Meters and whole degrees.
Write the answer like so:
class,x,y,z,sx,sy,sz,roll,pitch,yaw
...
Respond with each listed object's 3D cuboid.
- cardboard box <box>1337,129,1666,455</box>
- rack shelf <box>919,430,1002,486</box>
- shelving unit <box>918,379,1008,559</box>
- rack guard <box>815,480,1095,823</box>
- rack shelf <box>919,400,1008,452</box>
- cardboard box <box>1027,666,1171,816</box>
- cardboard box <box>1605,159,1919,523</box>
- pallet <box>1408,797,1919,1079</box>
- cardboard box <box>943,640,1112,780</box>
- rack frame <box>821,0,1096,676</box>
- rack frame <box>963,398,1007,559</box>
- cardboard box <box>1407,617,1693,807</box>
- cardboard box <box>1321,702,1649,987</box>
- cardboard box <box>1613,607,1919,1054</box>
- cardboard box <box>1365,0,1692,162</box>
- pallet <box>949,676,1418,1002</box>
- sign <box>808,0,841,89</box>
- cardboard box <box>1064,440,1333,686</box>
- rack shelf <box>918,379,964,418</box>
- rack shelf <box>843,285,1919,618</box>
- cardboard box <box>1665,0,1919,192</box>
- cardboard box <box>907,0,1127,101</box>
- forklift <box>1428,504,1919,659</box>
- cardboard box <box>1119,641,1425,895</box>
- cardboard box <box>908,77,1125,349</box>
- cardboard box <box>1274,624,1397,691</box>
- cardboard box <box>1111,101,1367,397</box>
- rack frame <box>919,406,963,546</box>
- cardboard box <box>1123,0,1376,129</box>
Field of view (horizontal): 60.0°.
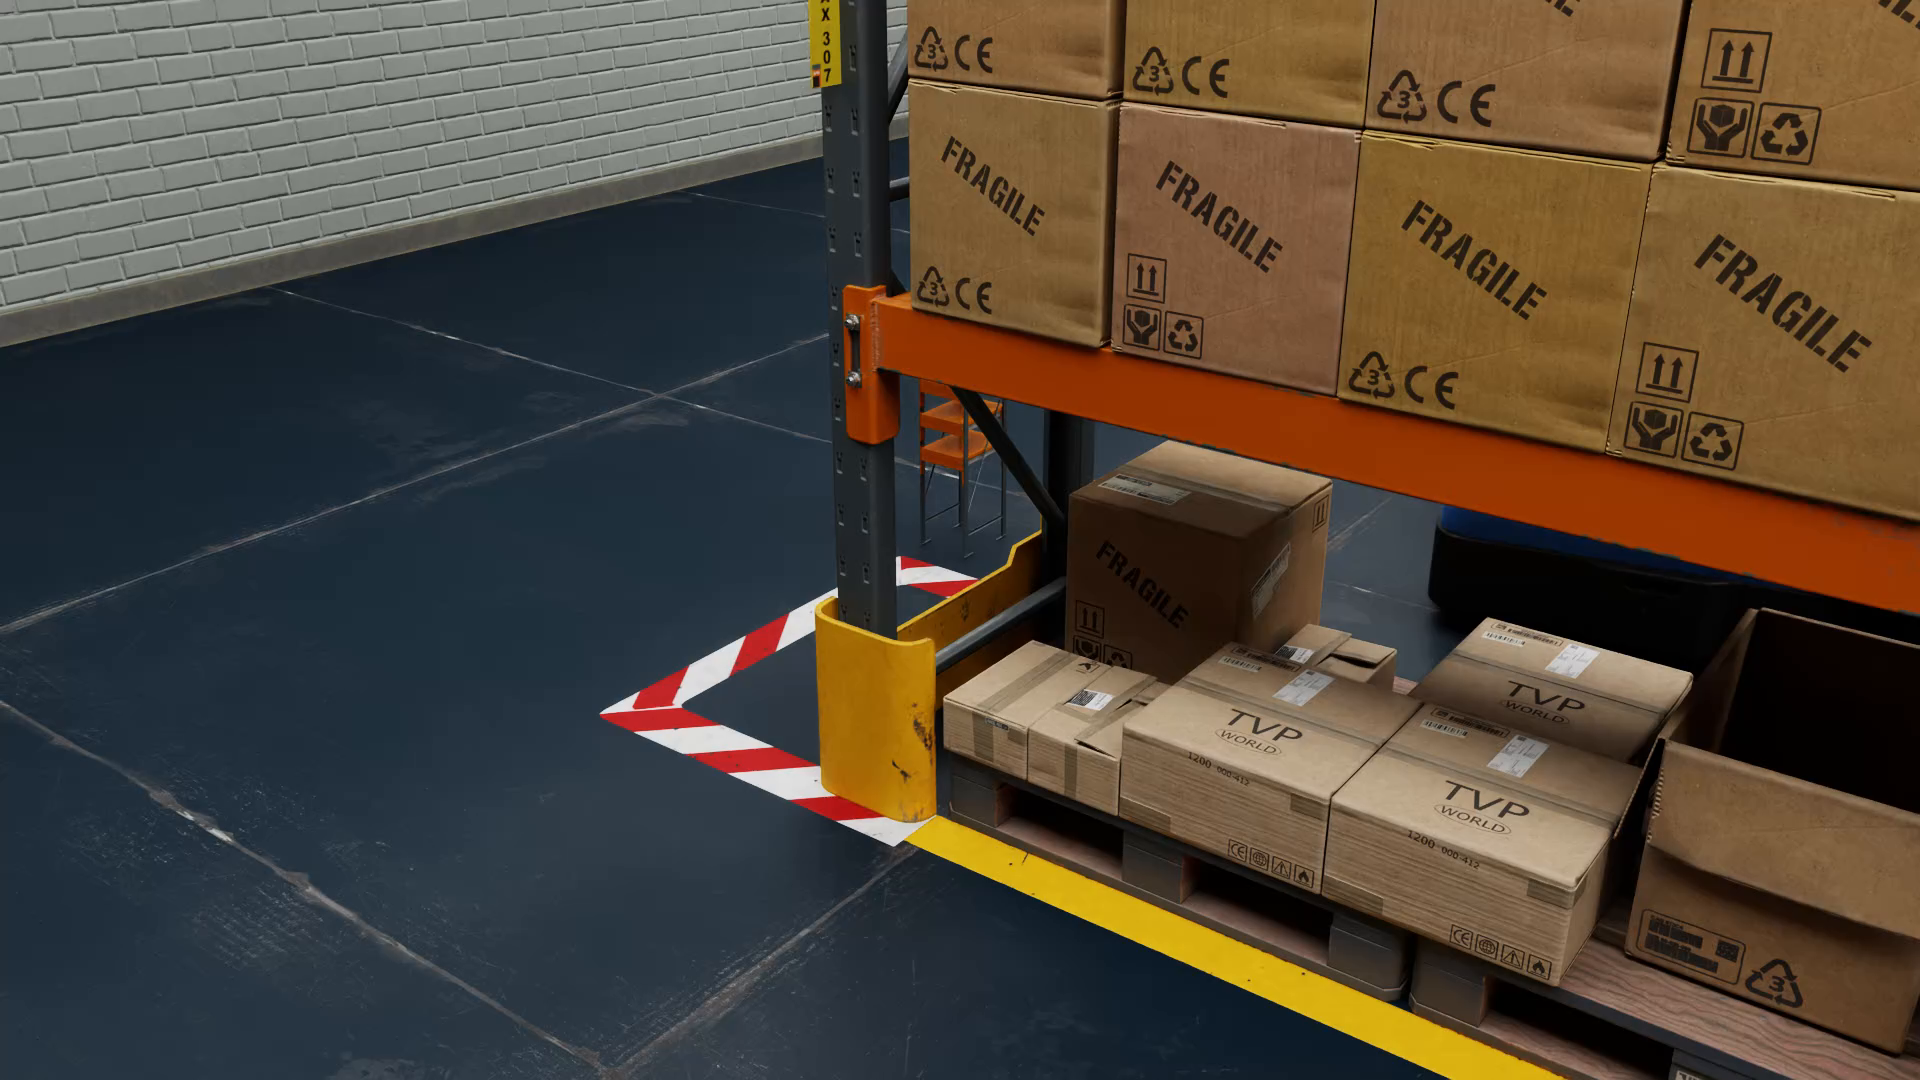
class,x,y,z,sx,sy,sz,roll,pitch,yaw
cardboard box,1.054,-0.512,3.069,0.500,0.500,0.500,17,29,33
rack shelf,0.012,-0.285,5.615,0.180,0.103,0.258,17,29,33
shelving unit,0.012,-0.546,5.500,0.189,1.200,0.258,17,29,33
rack guard,0.102,0.258,4.545,0.348,0.500,1.175,17,29,33
rack shelf,0.012,-0.395,5.566,0.180,0.103,0.258,17,29,33
cardboard box,0.370,0.463,3.946,0.250,0.166,0.380,17,29,33
cardboard box,1.453,-0.391,2.793,0.500,0.500,0.500,17,29,34
pallet,1.712,0.878,3.496,1.213,0.211,1.003,17,29,33
cardboard box,0.170,0.411,4.087,0.250,0.149,0.380,17,29,33
rack frame,0.041,-0.904,4.082,0.127,3.000,1.000,17,29,33
rack frame,0.085,-0.523,5.450,0.006,1.200,0.240,17,29,33
cardboard box,1.366,0.444,3.887,0.500,0.250,0.500,17,29,33
cardboard box,1.106,0.617,3.493,0.500,0.250,0.500,17,29,33
cardboard box,1.735,0.551,3.329,0.637,0.503,0.797,17,29,33
cardboard box,1.058,-0.969,2.864,0.500,0.500,0.500,17,29,34
pallet,0.740,0.583,4.166,1.213,0.211,1.003,17,29,33
sign,-0.285,-1.125,3.510,0.005,0.325,0.100,17,29,33
cardboard box,0.624,0.090,4.380,0.500,0.500,0.500,17,29,33
rack shelf,0.012,-0.505,5.518,0.180,0.103,0.258,17,29,33
rack shelf,1.641,-0.092,3.130,4.000,0.370,1.077,17,29,33
cardboard box,1.465,-0.846,2.586,0.500,0.500,0.500,17,29,33
cardboard box,0.238,-1.215,3.424,0.500,0.500,0.500,18,29,35
forklift,3.018,-1.014,4.417,3.031,2.935,1.130,10,26,22
cardboard box,0.706,0.497,3.767,0.500,0.250,0.500,17,29,33
cardboard box,0.238,-0.758,3.626,0.500,0.500,0.500,18,29,34
cardboard box,0.894,0.370,4.159,0.250,0.166,0.380,17,29,33
cardboard box,0.654,-0.635,3.346,0.500,0.500,0.500,16,29,33
rack frame,-0.062,-0.568,5.550,0.006,1.200,0.240,17,29,33
cardboard box,0.661,-1.091,3.143,0.500,0.500,0.500,17,29,34
